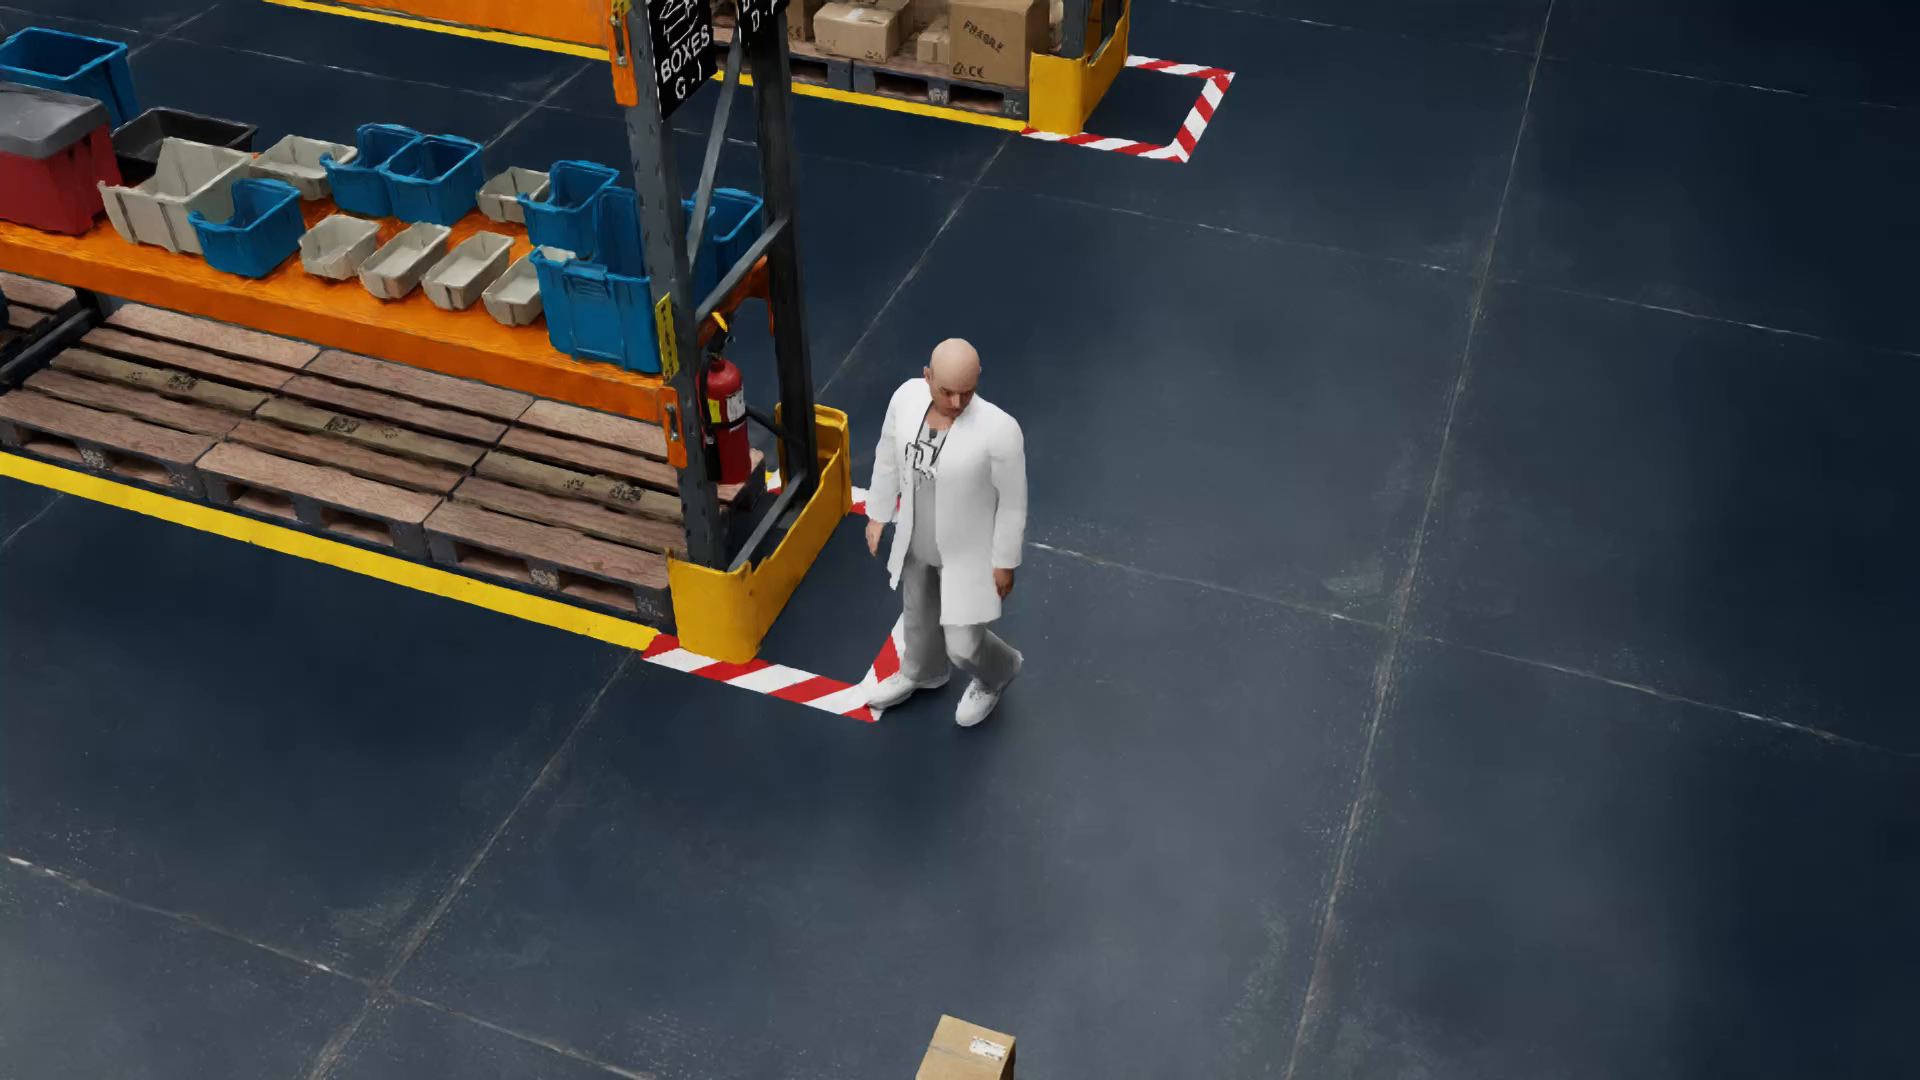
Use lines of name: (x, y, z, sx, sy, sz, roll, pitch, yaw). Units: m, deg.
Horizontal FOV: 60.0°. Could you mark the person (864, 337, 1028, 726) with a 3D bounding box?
person: (-0.054, -0.007, 6.152, 0.650, 1.780, 0.465, 28, 48, 29)
